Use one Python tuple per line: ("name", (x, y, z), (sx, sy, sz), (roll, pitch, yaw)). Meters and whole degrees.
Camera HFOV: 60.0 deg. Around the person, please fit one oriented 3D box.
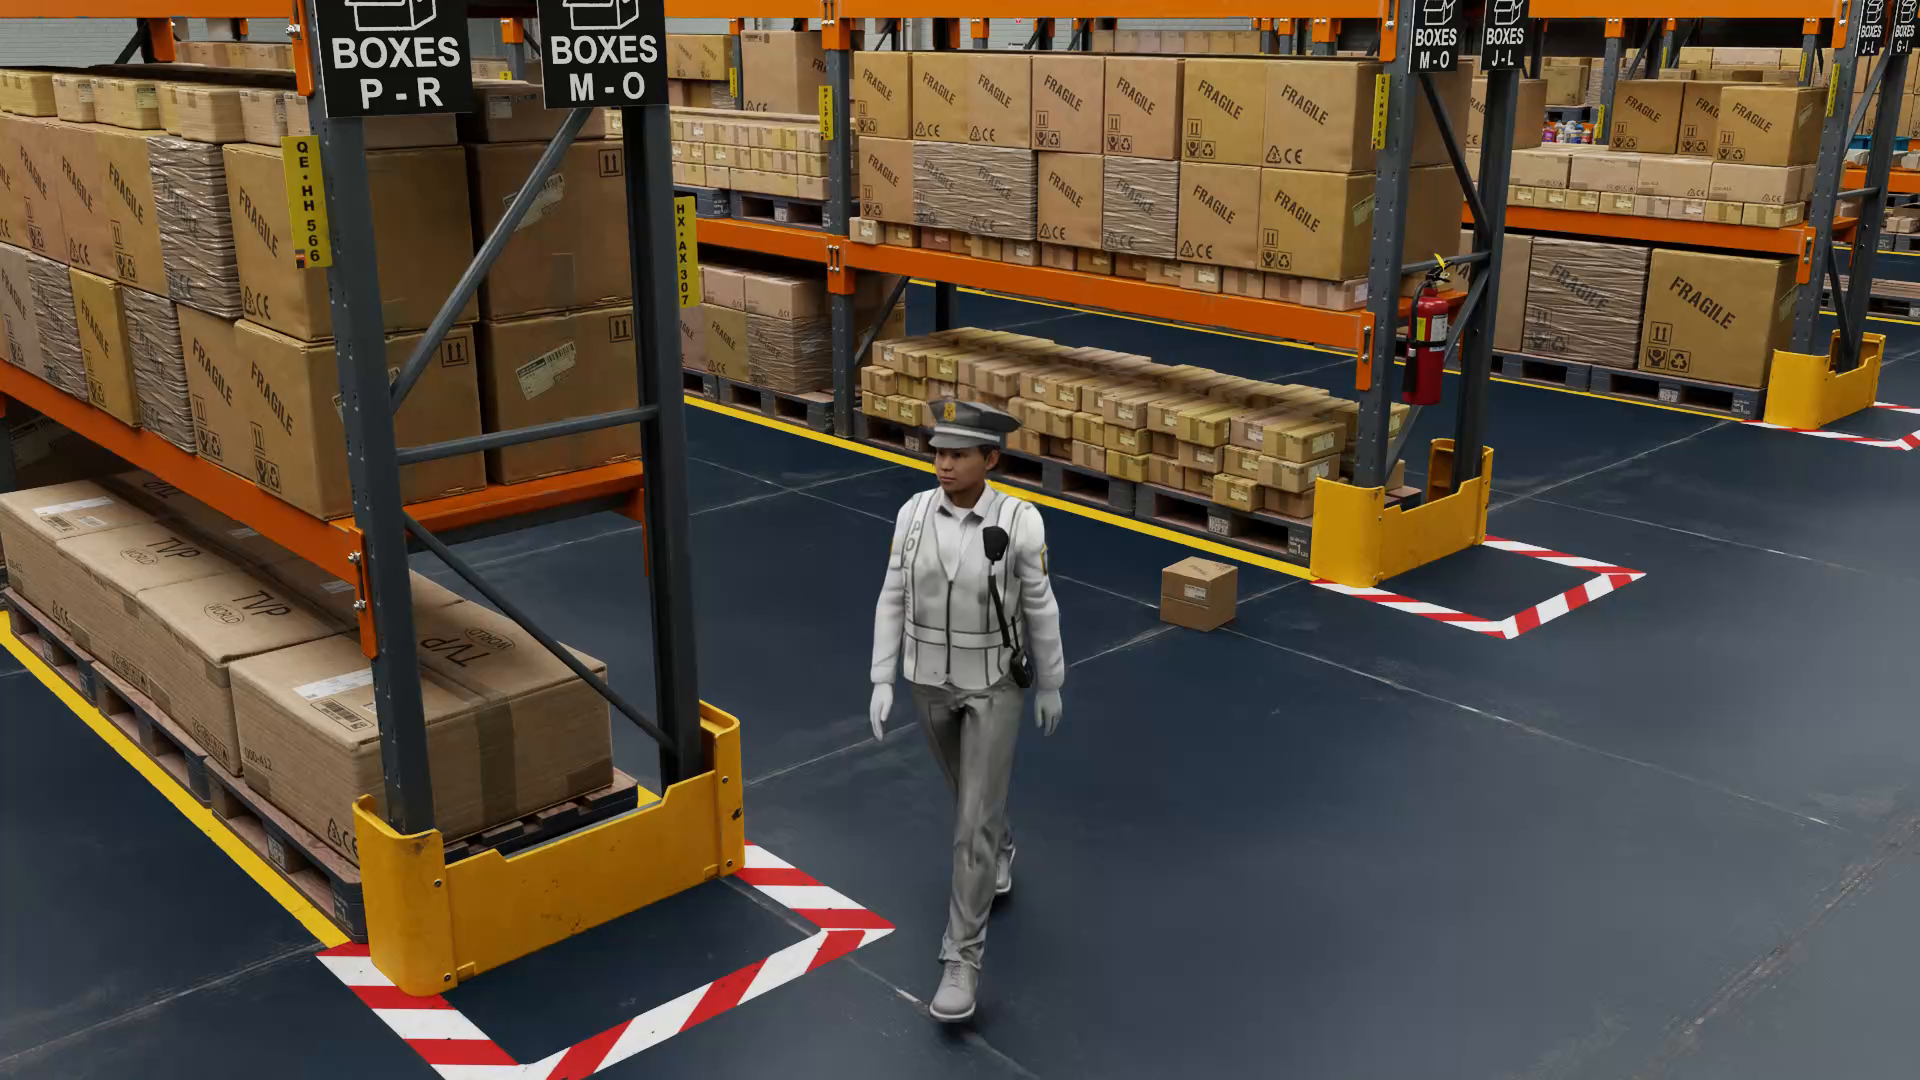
("person", (-0.005, 0.400, 4.698), (0.527, 1.631, 0.967), (7, 19, 20))
